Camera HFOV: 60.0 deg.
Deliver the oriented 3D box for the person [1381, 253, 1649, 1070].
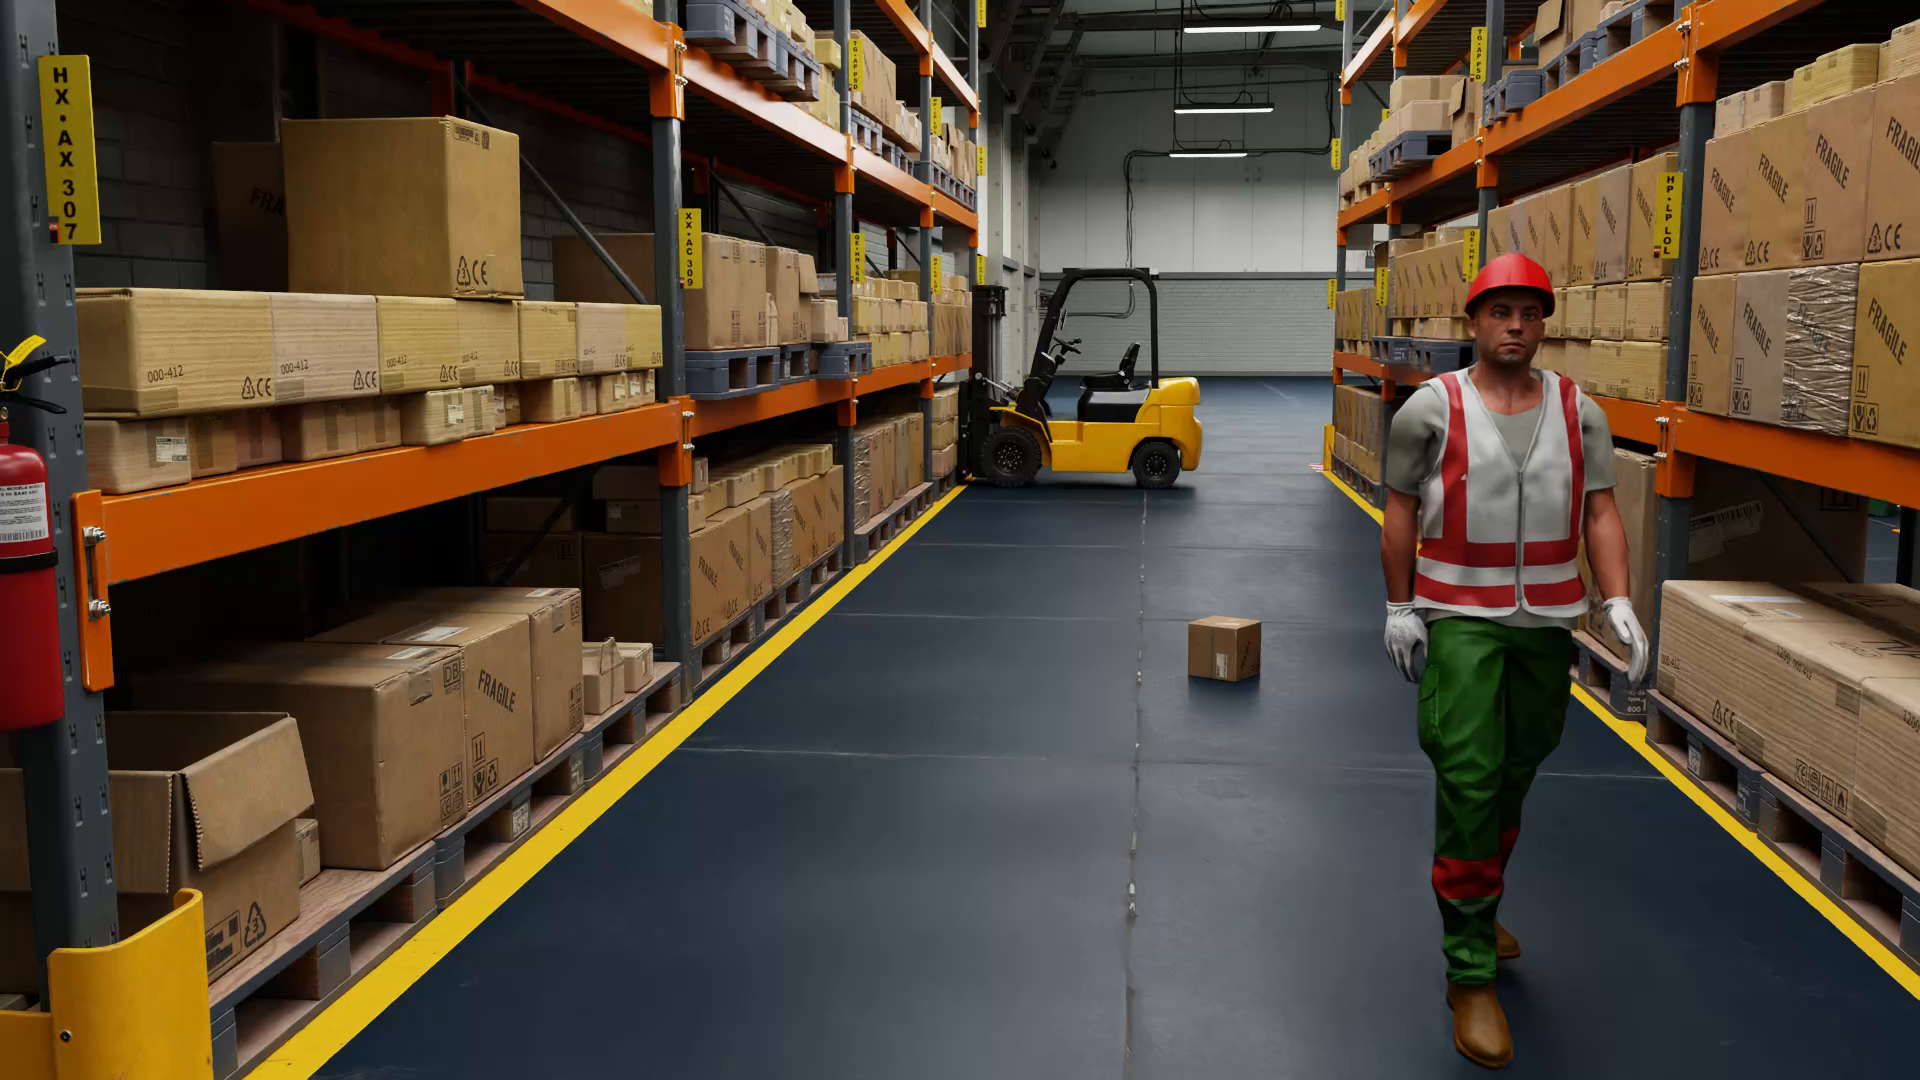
[{"bbox_3d":[1.320,0.224,3.938,0.539,1.796,0.794,0,7,-2],"label":"person"}]
